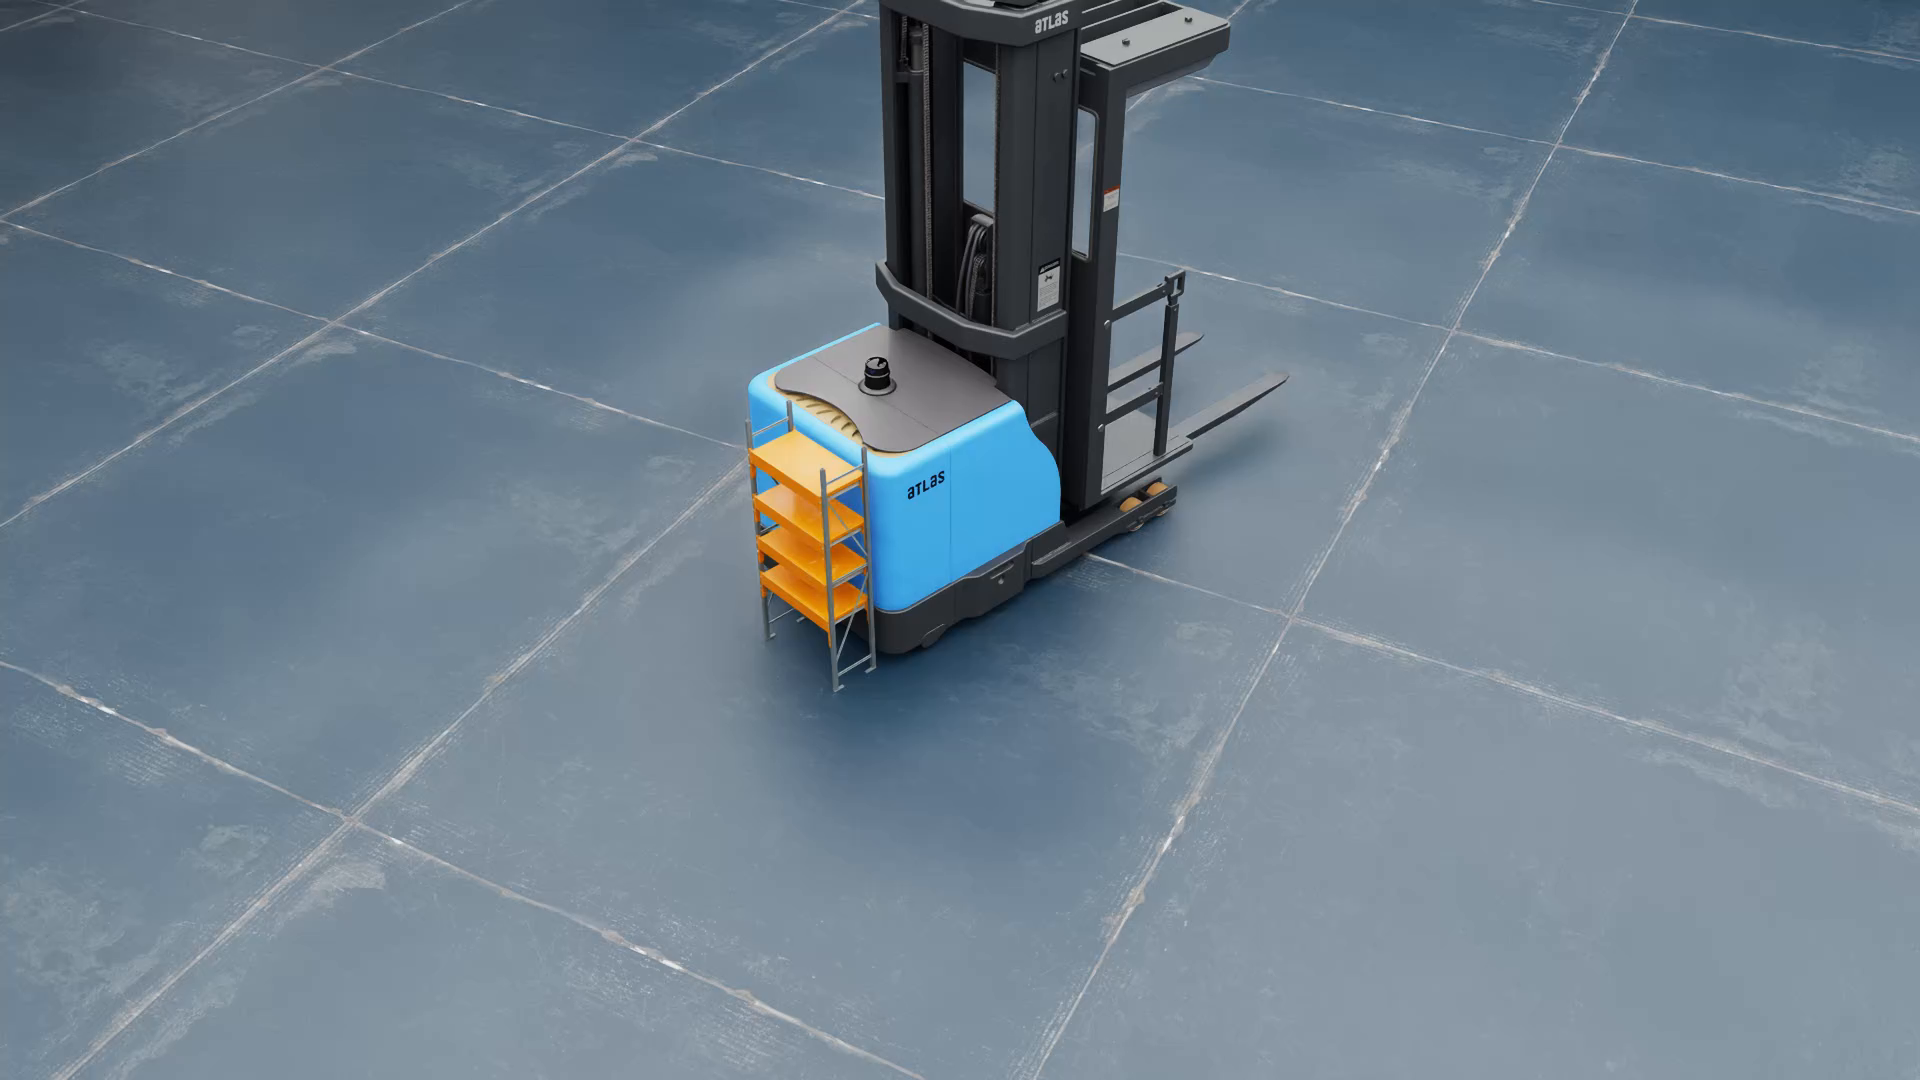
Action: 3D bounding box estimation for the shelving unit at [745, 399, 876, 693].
[{"bbox_3d":[-0.639,0.040,7.225,0.258,1.200,0.503,-30,46,-33],"label":"shelving unit"}]

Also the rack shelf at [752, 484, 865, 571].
[{"bbox_3d":[-0.639,-0.085,7.131,0.258,0.148,0.480,-30,46,-33],"label":"rack shelf"}]

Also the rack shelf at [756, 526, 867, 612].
[{"bbox_3d":[-0.639,0.093,7.266,0.258,0.148,0.480,-30,46,-33],"label":"rack shelf"}]

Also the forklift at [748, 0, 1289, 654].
[{"bbox_3d":[0.460,-1.422,7.718,3.031,2.935,1.130,-29,46,-33],"label":"forklift"}]

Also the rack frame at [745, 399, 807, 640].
[{"bbox_3d":[-0.806,-0.068,7.366,0.240,1.200,0.015,-30,46,-33],"label":"rack frame"}]

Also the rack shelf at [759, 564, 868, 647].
[{"bbox_3d":[-0.639,0.251,7.386,0.258,0.148,0.480,-30,46,-33],"label":"rack shelf"}]

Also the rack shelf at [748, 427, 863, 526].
[{"bbox_3d":[-0.639,-0.273,6.988,0.258,0.148,0.480,-30,46,-33],"label":"rack shelf"}]

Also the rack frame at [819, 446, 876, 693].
[{"bbox_3d":[-0.471,0.147,7.084,0.240,1.200,0.015,-30,46,-33],"label":"rack frame"}]
